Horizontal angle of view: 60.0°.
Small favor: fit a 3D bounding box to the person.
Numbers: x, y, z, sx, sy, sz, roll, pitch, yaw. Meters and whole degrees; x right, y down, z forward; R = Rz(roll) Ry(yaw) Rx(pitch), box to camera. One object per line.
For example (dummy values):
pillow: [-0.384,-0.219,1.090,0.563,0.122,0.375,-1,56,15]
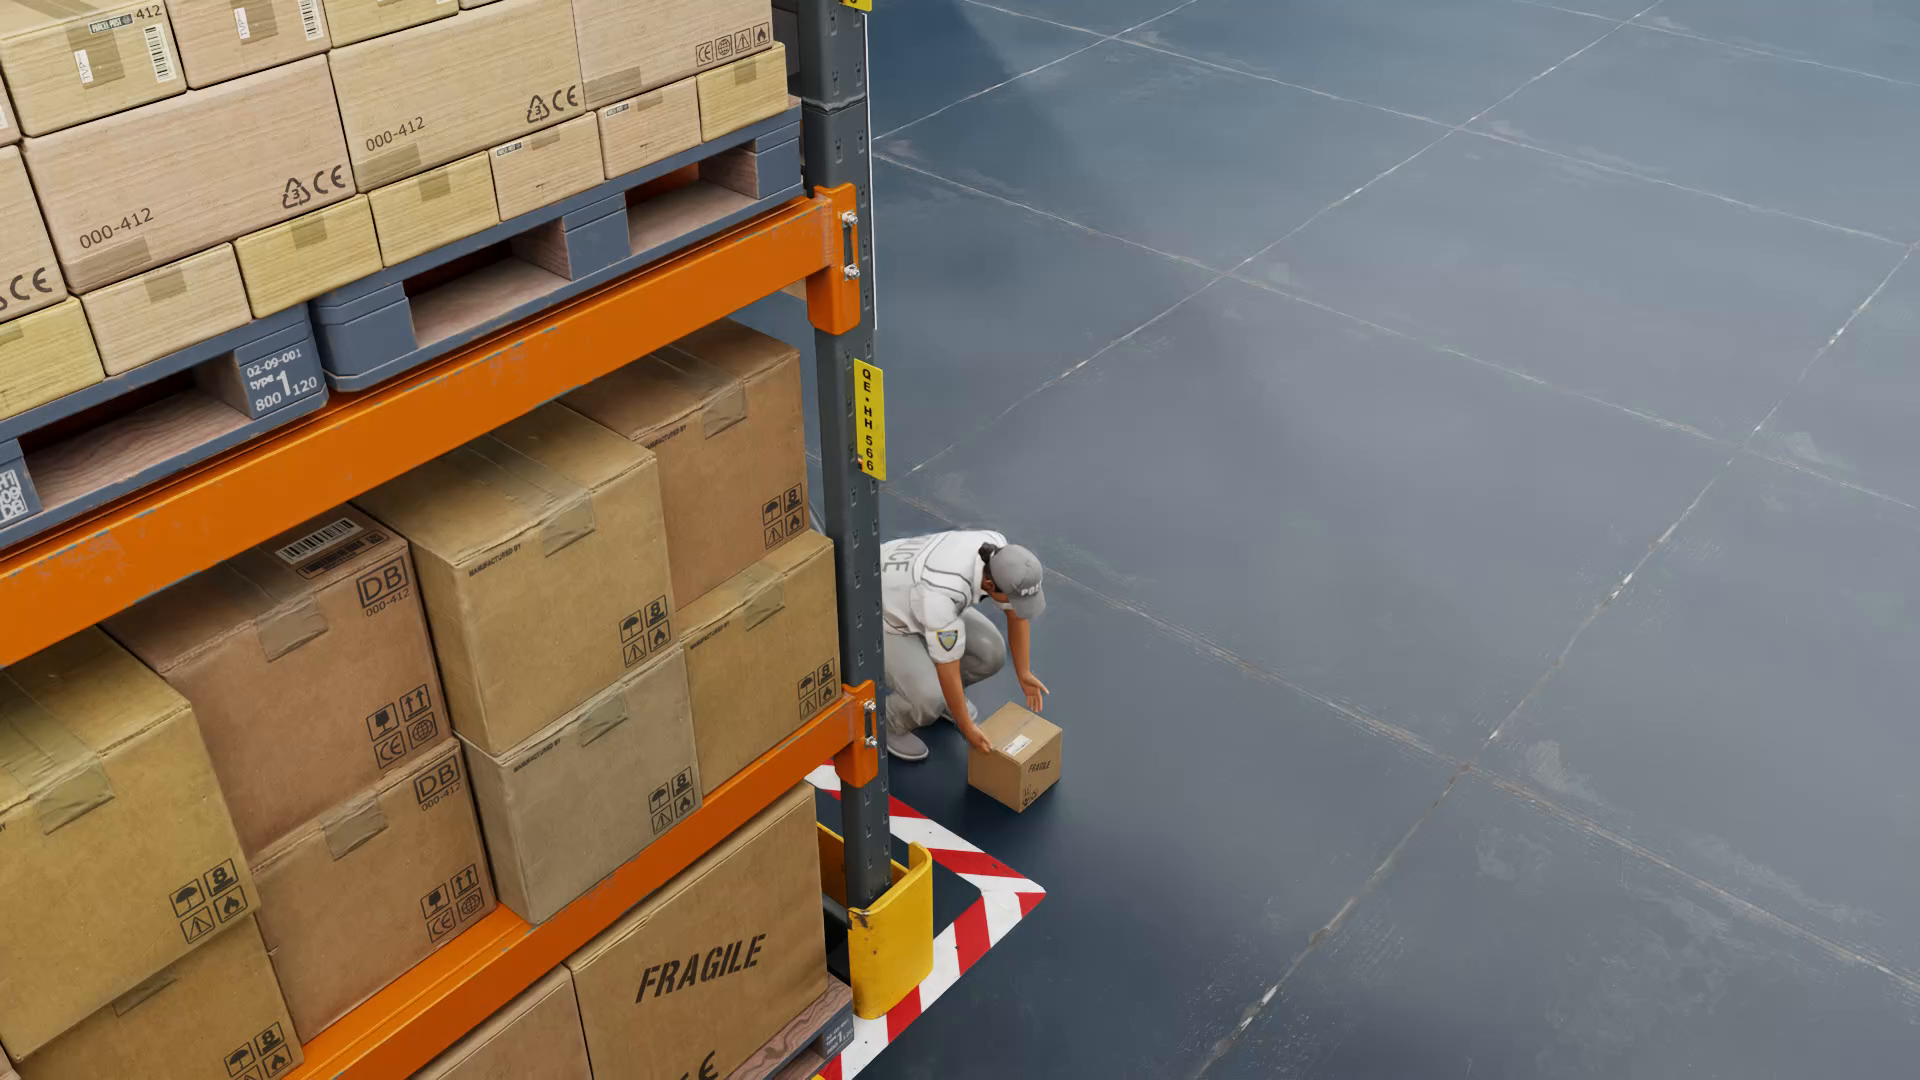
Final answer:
person: [-0.061,0.388,6.241,0.855,0.926,0.522,27,43,32]
